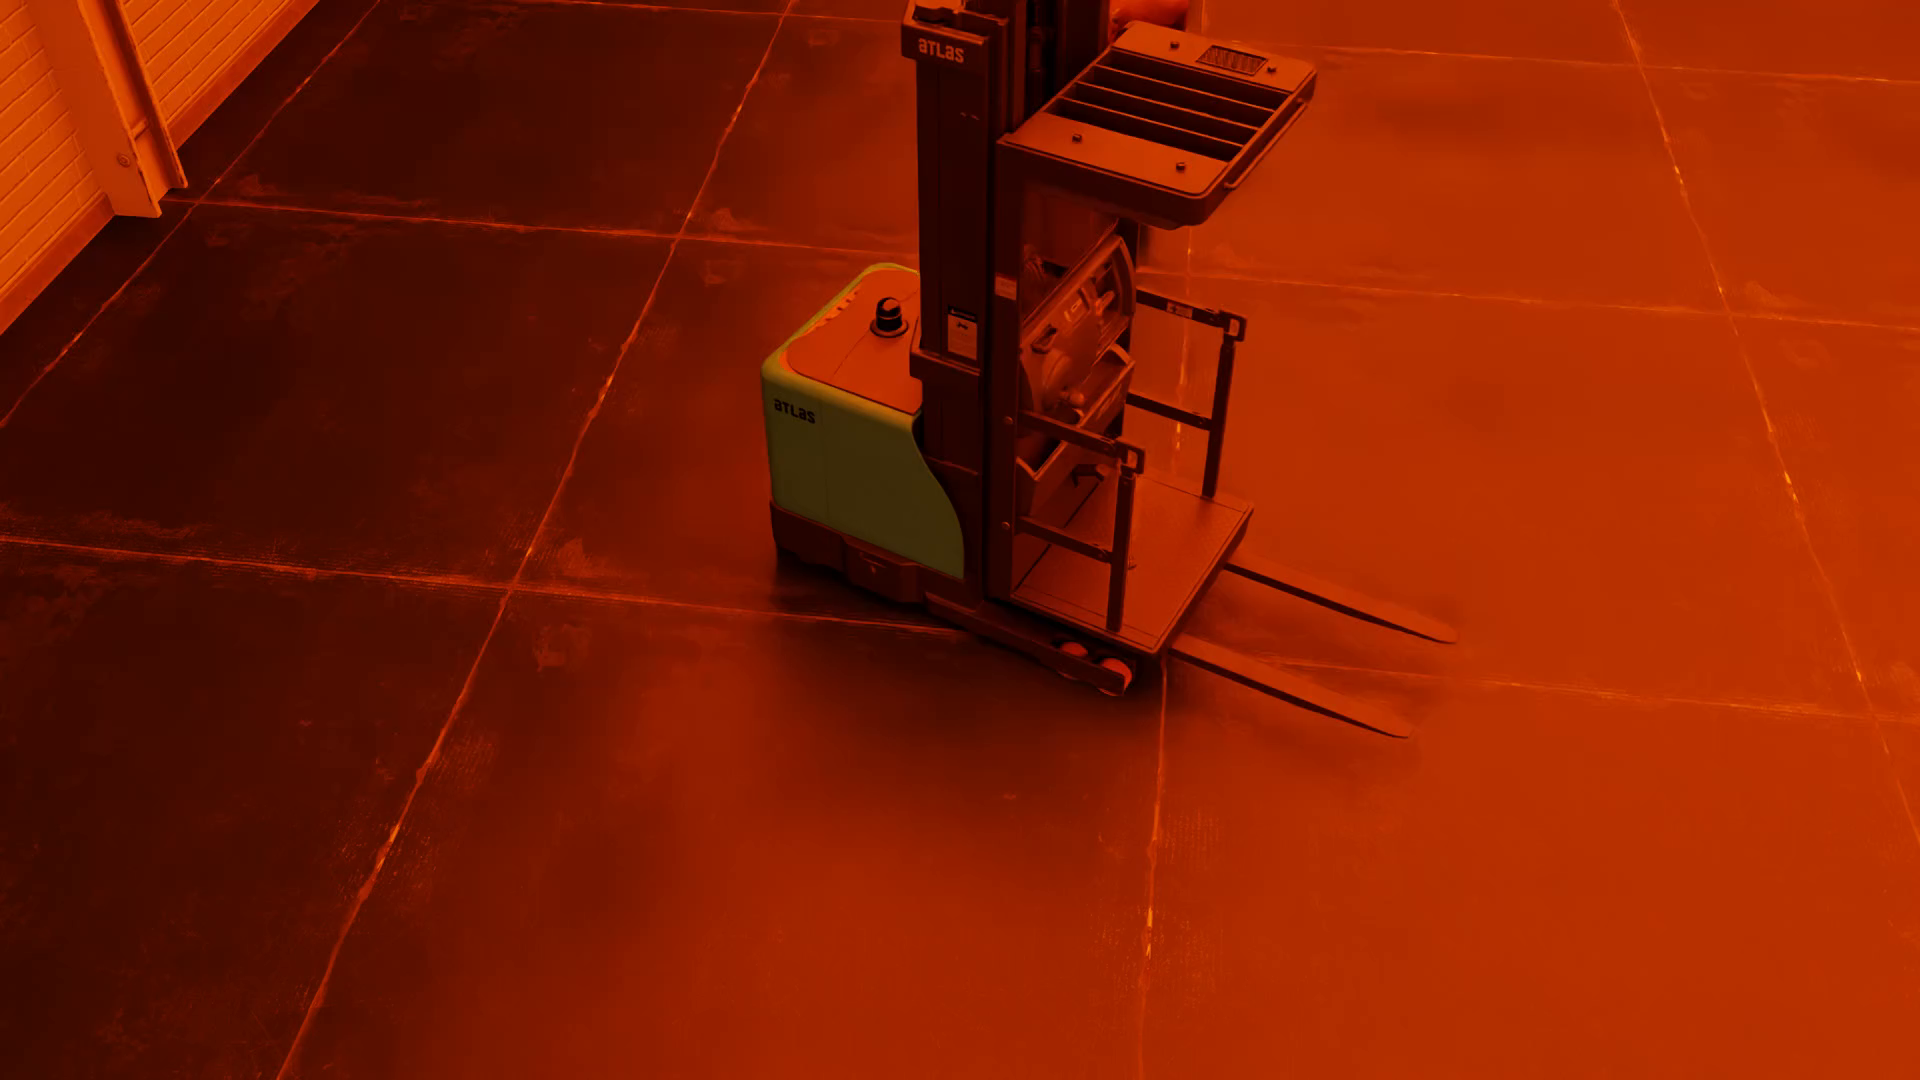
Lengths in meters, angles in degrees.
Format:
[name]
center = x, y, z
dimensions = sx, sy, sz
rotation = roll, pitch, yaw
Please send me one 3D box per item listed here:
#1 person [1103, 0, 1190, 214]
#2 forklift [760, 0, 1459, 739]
[person]
center = 0.919, -2.597, 9.457
dimensions = 0.740, 1.720, 0.688
rotation = -5, 43, -6
[forklift]
center = 0.659, -0.823, 6.620
dimensions = 3.031, 2.935, 1.130
rotation = 21, 47, 22
